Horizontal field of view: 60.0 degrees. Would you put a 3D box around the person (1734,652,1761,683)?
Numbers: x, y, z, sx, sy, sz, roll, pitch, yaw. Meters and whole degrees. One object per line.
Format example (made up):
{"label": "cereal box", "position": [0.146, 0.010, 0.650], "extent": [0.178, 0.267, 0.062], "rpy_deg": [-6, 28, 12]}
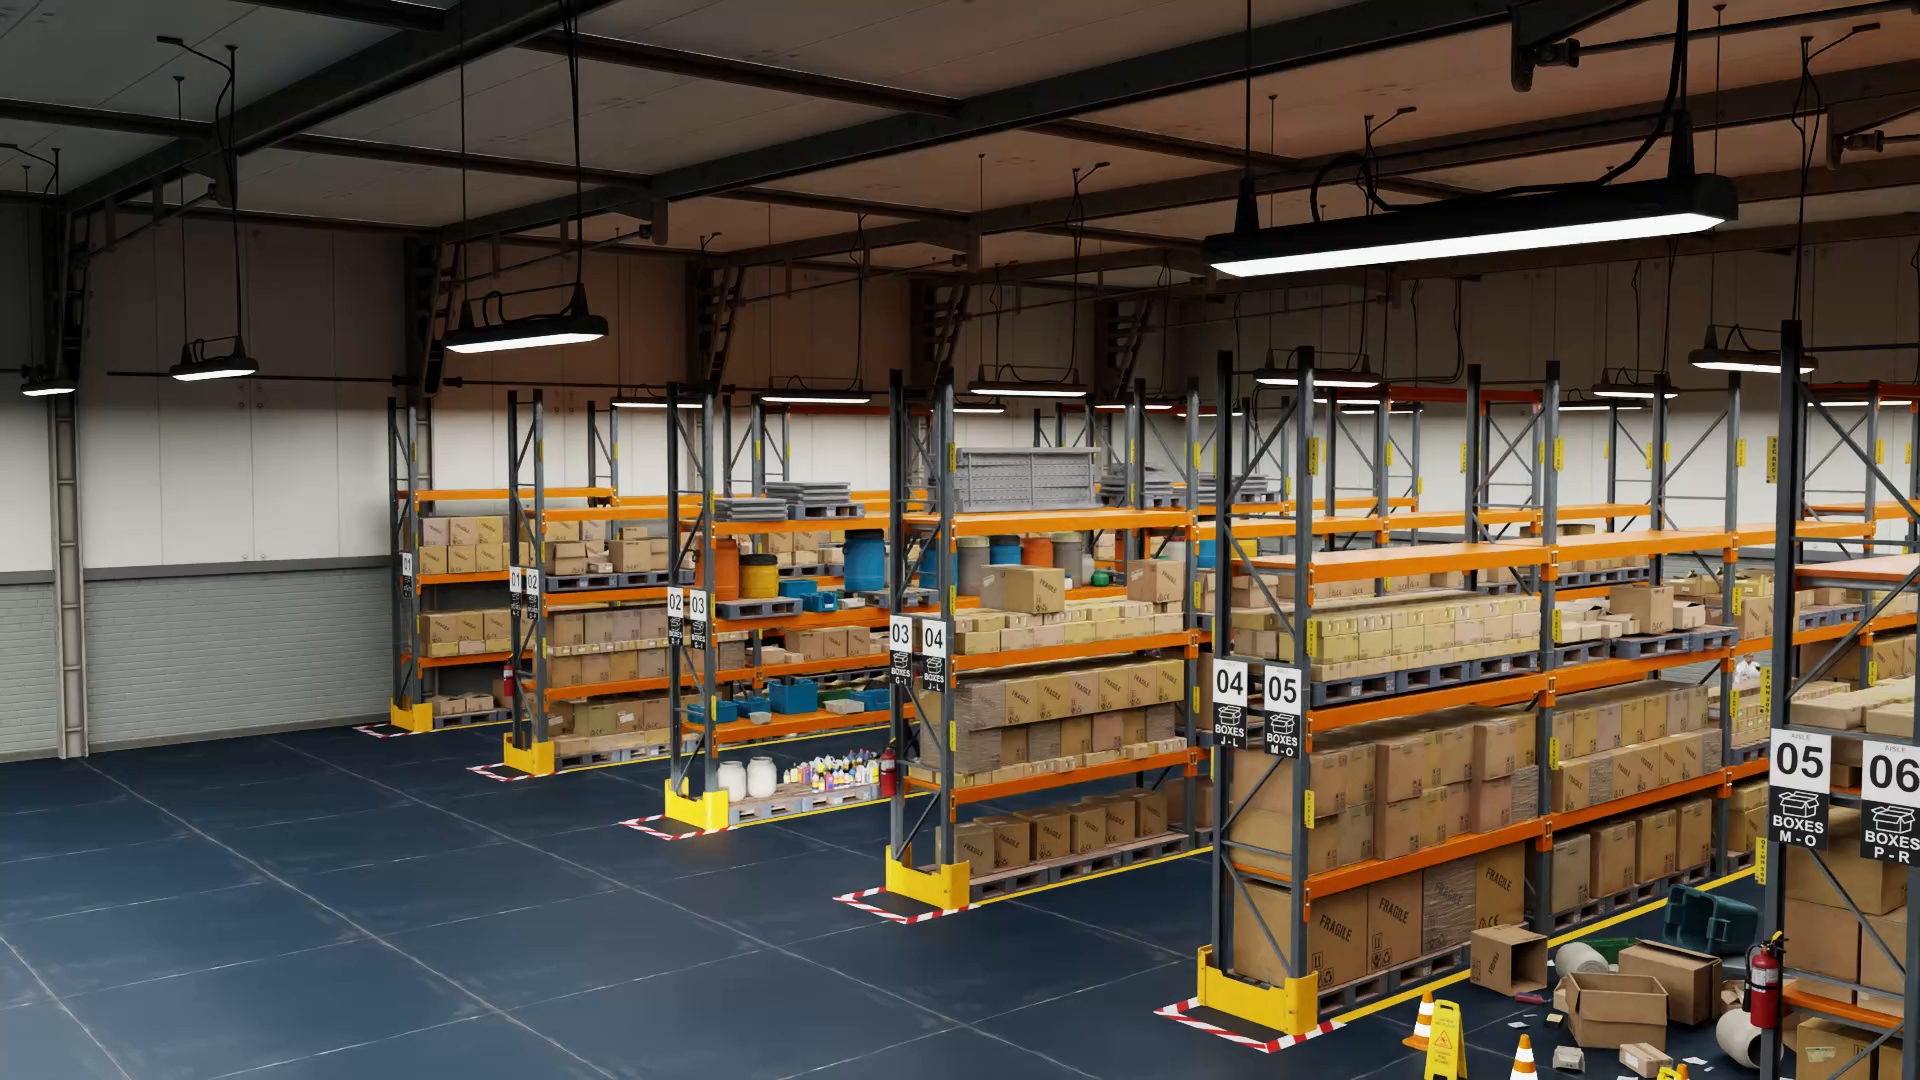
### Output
{"label": "person", "position": [13.907, 2.668, 29.299], "extent": [0.475, 1.550, 0.958], "rpy_deg": [-1, 3, -16]}

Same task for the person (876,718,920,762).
{"label": "person", "position": [-1.036, 2.823, 26.622], "extent": [0.994, 1.538, 0.446], "rpy_deg": [0, 3, 1]}
